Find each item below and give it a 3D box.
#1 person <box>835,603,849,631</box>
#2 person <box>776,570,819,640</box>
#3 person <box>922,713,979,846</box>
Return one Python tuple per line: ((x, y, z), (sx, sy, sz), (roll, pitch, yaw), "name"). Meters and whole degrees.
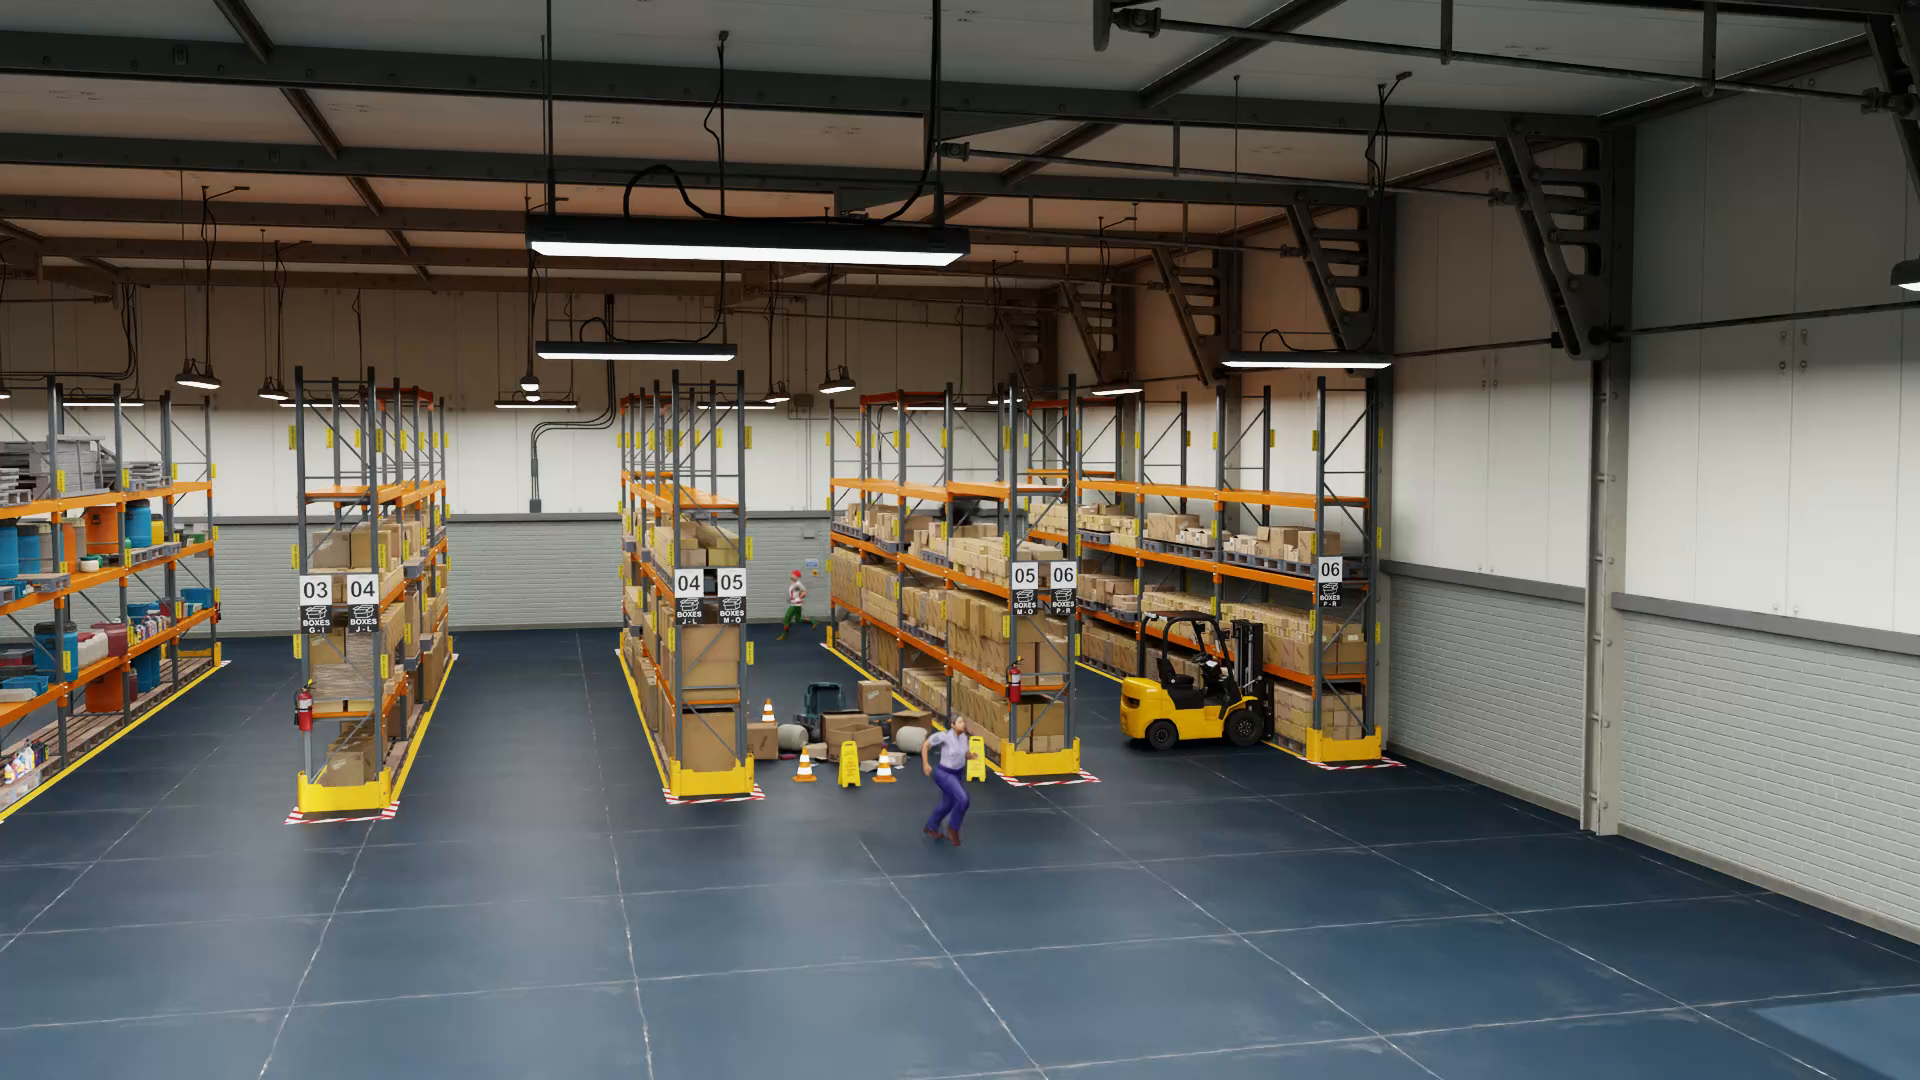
((-2.907, 1.680, 41.753), (0.727, 1.679, 0.697), (1, 3, 11), "person")
((-4.092, 1.642, 41.858), (1.105, 1.773, 0.630), (0, 3, -5), "person")
((-0.132, 2.957, 20.605), (0.796, 1.644, 0.630), (2, 4, 34), "person")
